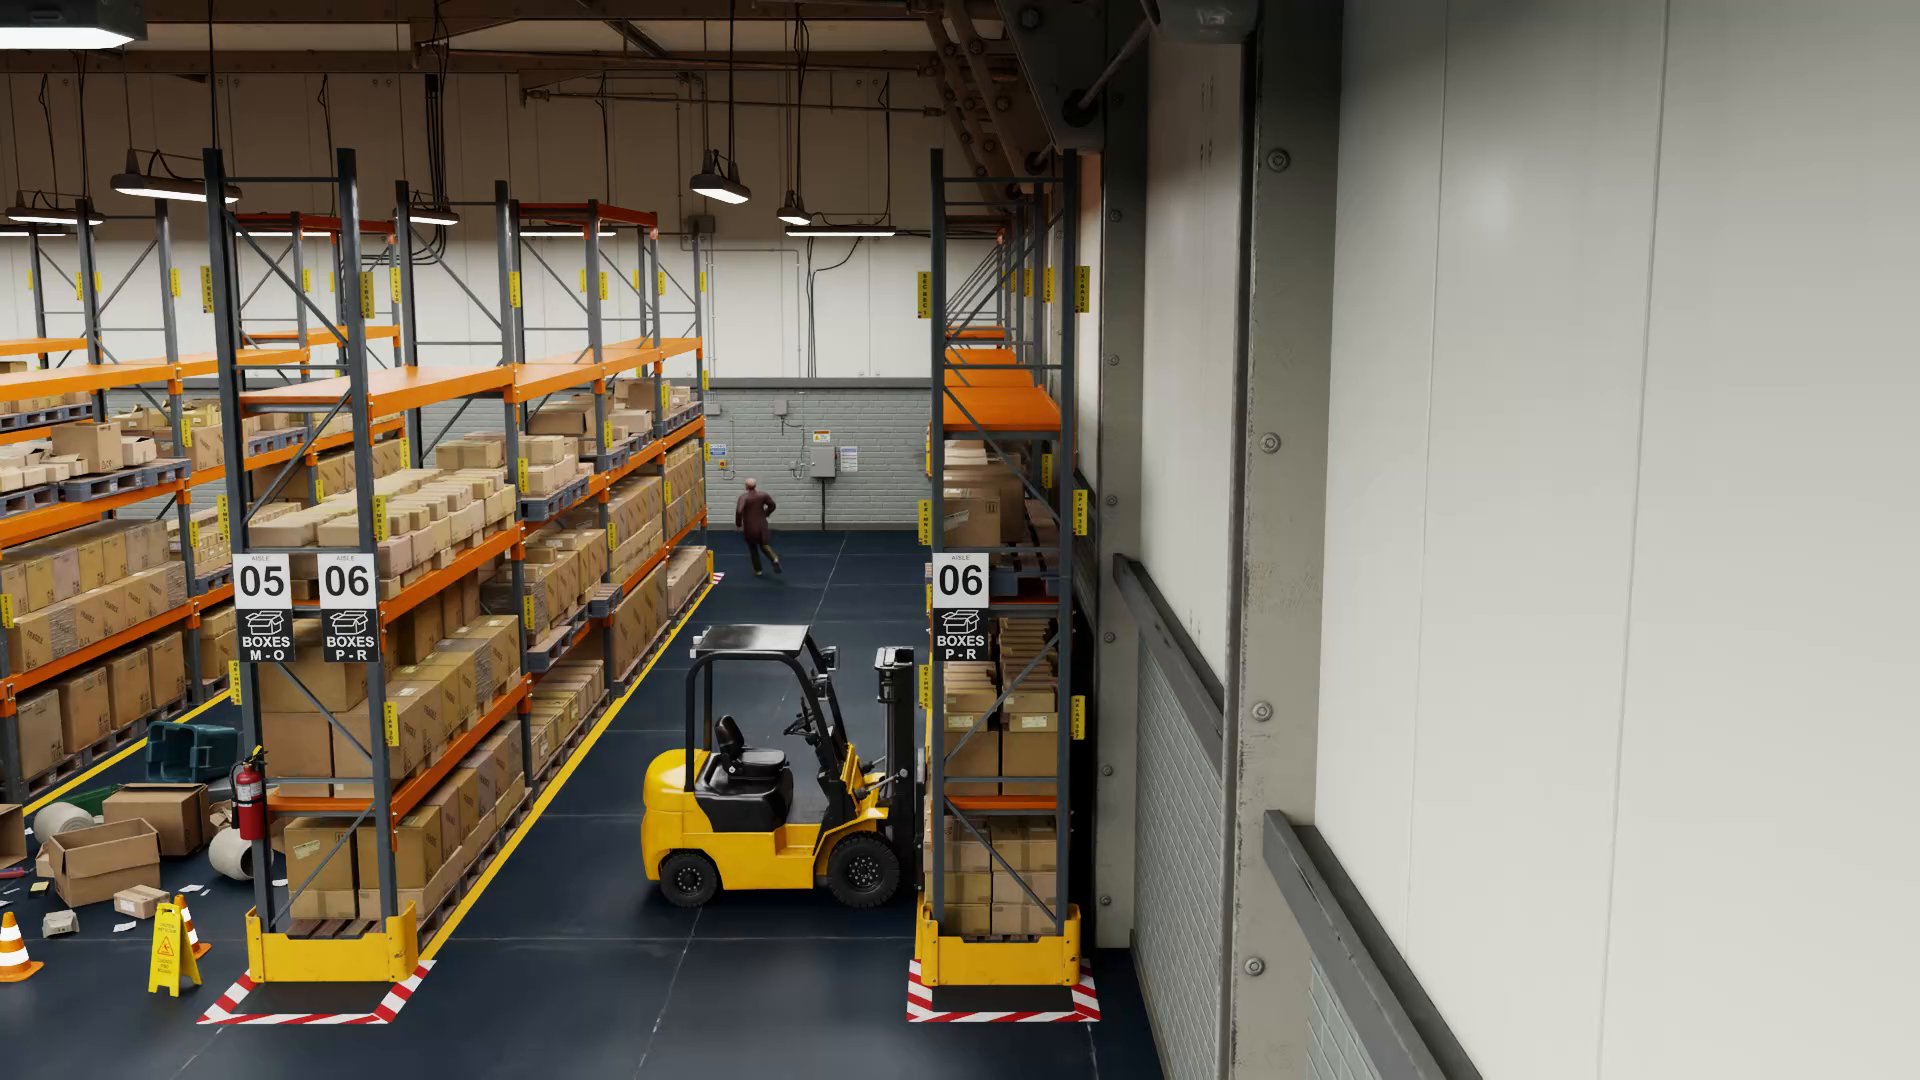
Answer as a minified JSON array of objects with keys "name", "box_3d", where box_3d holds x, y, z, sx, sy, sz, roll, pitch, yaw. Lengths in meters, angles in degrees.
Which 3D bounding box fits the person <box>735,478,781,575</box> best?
[{"name":"person","box_3d":[-3.506,-0.211,28.274,0.774,1.727,0.979,-5,10,-29]}]
